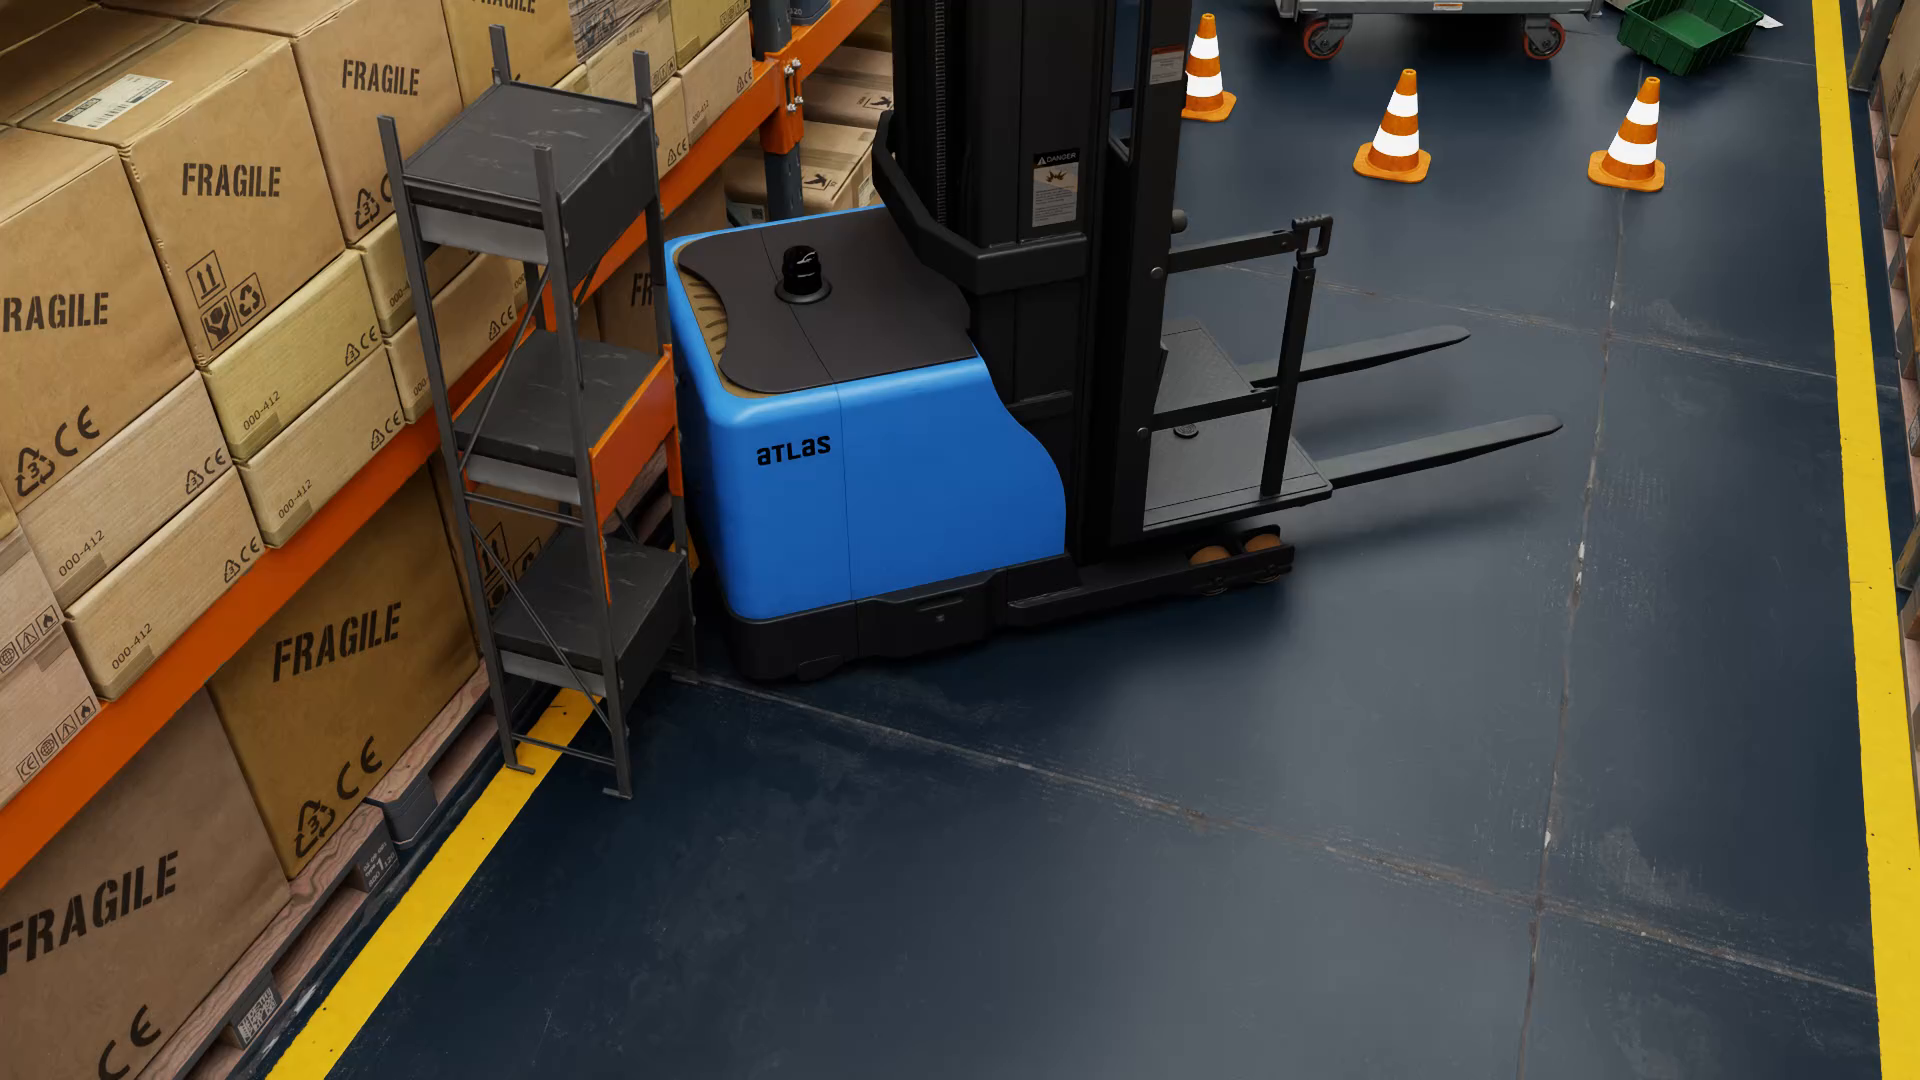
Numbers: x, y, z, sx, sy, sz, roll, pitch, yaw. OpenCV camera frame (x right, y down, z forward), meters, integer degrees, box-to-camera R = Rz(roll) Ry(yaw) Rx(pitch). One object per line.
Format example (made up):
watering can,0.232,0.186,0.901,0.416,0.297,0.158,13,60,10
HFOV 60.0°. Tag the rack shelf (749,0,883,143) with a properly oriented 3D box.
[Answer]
rack shelf,-0.384,-2.884,7.373,1.077,0.370,4.000,13,42,15

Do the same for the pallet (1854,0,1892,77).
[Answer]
pallet,5.320,-2.726,8.783,1.003,0.211,1.213,13,42,15

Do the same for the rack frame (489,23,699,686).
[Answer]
rack frame,-0.962,-0.378,4.558,0.400,2.100,0.015,13,42,10

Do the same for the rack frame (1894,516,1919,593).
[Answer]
rack frame,3.618,-0.901,4.495,1.000,3.000,0.127,13,42,15

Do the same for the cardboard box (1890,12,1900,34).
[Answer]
cardboard box,5.267,-3.060,8.339,0.875,0.875,0.875,14,42,16

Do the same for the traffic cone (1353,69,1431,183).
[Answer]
traffic cone,2.032,-1.947,7.675,0.336,0.463,0.334,13,42,15

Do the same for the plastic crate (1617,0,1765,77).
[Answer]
plastic crate,3.814,-2.689,8.713,0.662,0.188,0.450,-29,58,-29

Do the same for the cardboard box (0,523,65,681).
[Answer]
cardboard box,-2.020,0.163,2.978,0.500,0.250,0.500,12,42,14

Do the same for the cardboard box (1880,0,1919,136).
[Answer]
cardboard box,4.858,-2.246,7.481,1.050,0.750,0.750,13,42,15

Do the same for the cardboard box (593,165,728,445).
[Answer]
cardboard box,-1.382,-0.886,5.791,0.875,0.875,0.875,13,42,15

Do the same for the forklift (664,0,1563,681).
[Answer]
forklift,0.594,-1.244,4.950,3.031,2.935,1.130,-12,42,-14

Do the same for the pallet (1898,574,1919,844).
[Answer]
pallet,3.350,0.636,4.842,1.003,0.211,1.213,13,42,15

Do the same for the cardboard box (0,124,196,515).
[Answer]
cardboard box,-1.867,-0.438,3.104,0.500,0.500,0.500,13,42,15

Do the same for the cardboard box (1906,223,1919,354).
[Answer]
cardboard box,4.207,-1.090,6.126,1.050,0.750,0.750,14,42,16

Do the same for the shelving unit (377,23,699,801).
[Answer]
shelving unit,-1.031,-0.226,4.380,0.431,2.100,0.503,13,42,10

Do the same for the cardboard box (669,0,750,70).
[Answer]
cardboard box,-0.995,-1.719,5.184,0.500,0.250,0.500,13,42,15

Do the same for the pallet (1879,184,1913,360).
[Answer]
pallet,4.378,-1.046,6.813,1.003,0.211,1.213,13,42,15

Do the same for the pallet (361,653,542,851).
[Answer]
pallet,-1.827,0.329,5.202,1.003,0.211,1.213,13,42,15

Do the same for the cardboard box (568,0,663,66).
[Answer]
cardboard box,-1.167,-1.668,4.547,0.500,0.500,0.500,14,42,16

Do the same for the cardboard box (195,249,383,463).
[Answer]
cardboard box,-1.671,-0.463,3.712,0.500,0.250,0.500,14,42,16

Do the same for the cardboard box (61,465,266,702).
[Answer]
cardboard box,-1.862,0.033,3.516,0.500,0.250,0.500,12,42,14

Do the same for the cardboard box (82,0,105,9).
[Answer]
cardboard box,-1.994,-1.186,3.981,0.500,0.500,0.500,14,42,16

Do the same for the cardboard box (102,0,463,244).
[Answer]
cardboard box,-1.522,-1.060,3.833,0.500,0.500,0.500,13,42,14

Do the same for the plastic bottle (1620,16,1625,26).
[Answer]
plastic bottle,3.662,-2.726,8.898,0.133,0.061,0.283,-7,41,-8

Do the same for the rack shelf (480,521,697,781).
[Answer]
rack shelf,-1.066,0.309,4.851,0.431,0.518,0.480,13,42,10

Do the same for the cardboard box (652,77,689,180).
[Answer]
cardboard box,-1.157,-1.200,4.960,0.500,0.250,0.500,14,42,16

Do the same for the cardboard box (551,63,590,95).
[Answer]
cardboard box,-1.322,-1.089,4.445,0.500,0.250,0.500,12,42,14

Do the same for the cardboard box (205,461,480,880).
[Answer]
cardboard box,-1.997,0.202,4.516,0.875,0.875,0.875,14,43,16

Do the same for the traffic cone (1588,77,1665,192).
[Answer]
traffic cone,3.109,-1.893,7.612,0.336,0.463,0.334,13,42,15

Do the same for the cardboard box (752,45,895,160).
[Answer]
cardboard box,-0.620,-1.892,7.358,0.950,0.372,0.625,13,42,14

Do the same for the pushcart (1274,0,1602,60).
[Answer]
pushcart,2.460,-2.904,8.863,1.648,0.377,0.936,0,40,0

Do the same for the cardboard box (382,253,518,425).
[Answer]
cardboard box,-1.492,-0.579,4.233,0.500,0.250,0.500,13,42,14
